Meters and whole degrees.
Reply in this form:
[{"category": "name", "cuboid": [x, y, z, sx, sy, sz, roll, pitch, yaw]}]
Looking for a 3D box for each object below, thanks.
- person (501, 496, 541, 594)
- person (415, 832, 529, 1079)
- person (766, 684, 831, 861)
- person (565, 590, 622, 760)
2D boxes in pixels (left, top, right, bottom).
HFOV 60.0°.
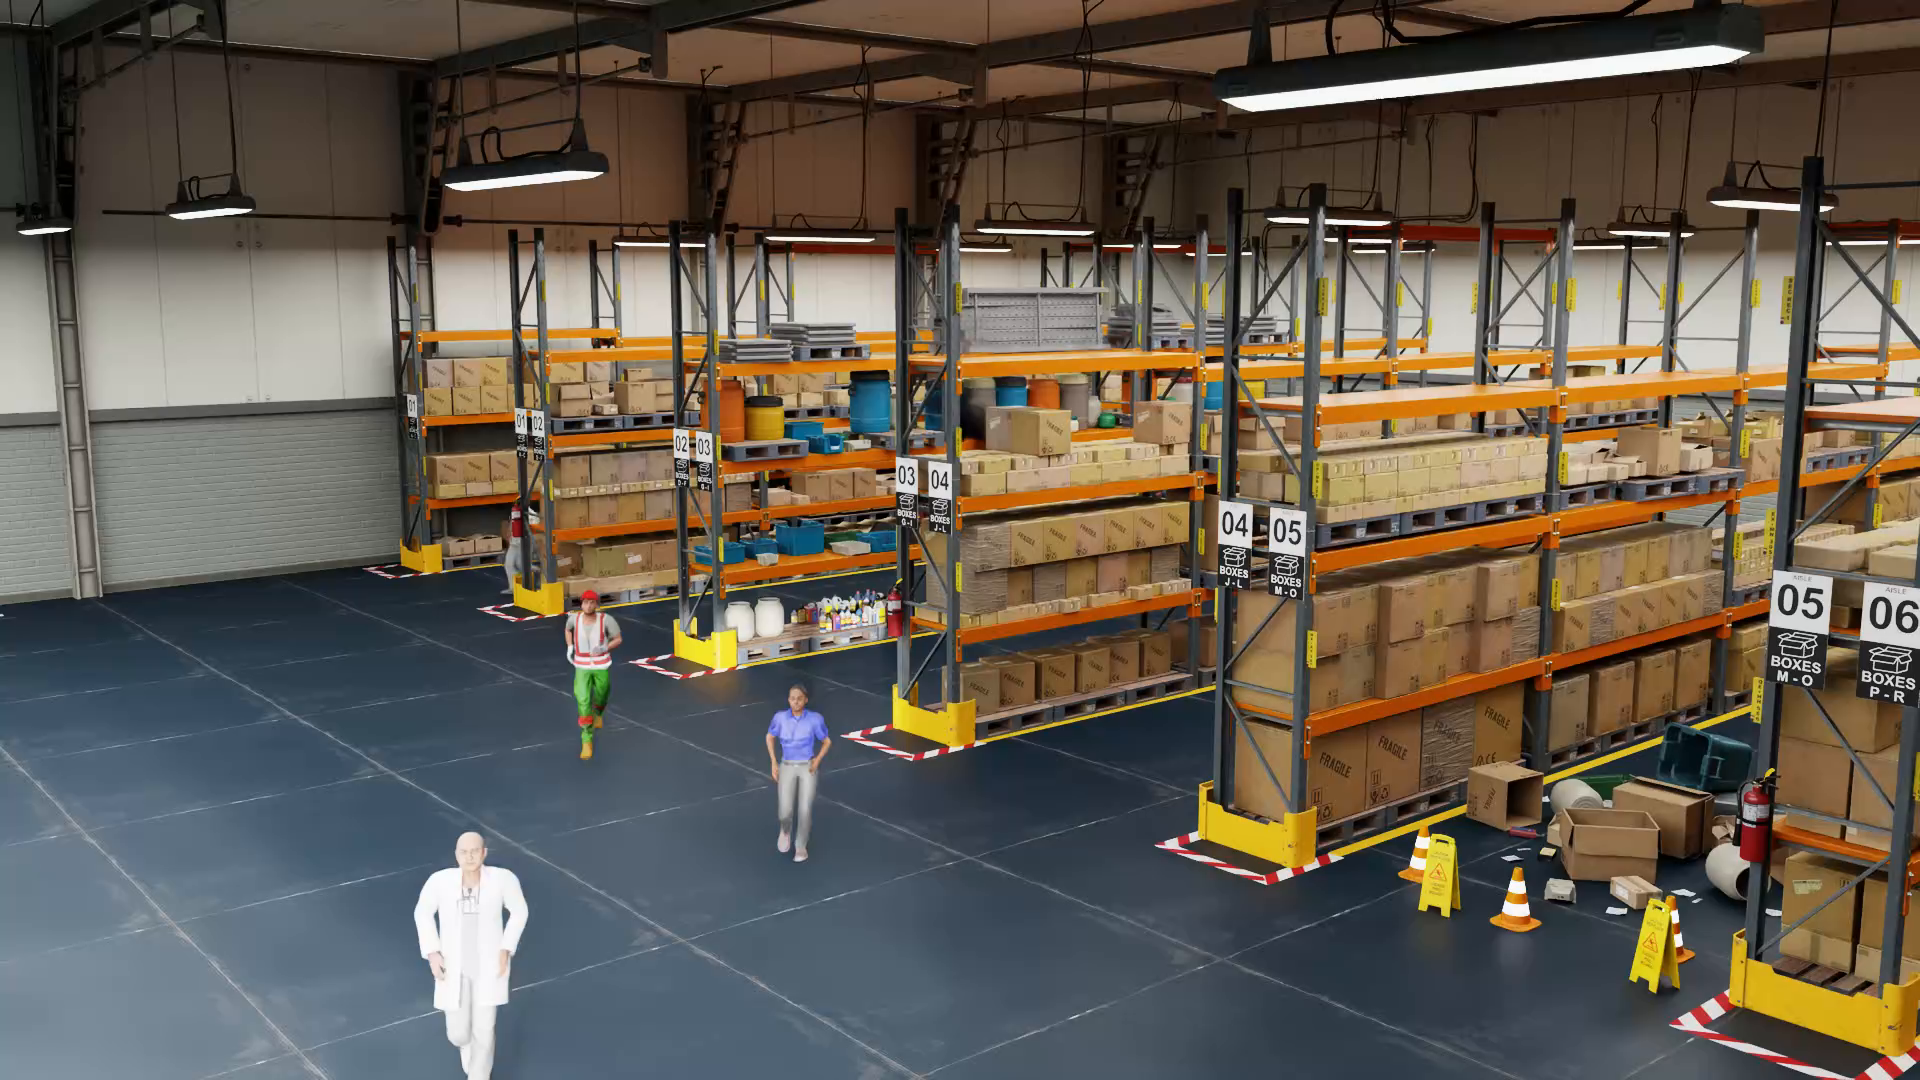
[{"category": "person", "cuboid": [-7.345, 0.037, 27.863, 0.801, 1.743, 0.677, -8, 12, -42]}, {"category": "person", "cuboid": [-3.111, 2.698, 10.634, 0.703, 1.743, 0.630, -2, 9, -11]}, {"category": "person", "cuboid": [-1.444, 2.096, 14.912, 0.587, 1.624, 0.544, -1, 9, -4]}, {"category": "person", "cuboid": [-4.092, 1.440, 18.637, 0.621, 1.817, 1.101, -2, 9, -13]}]
